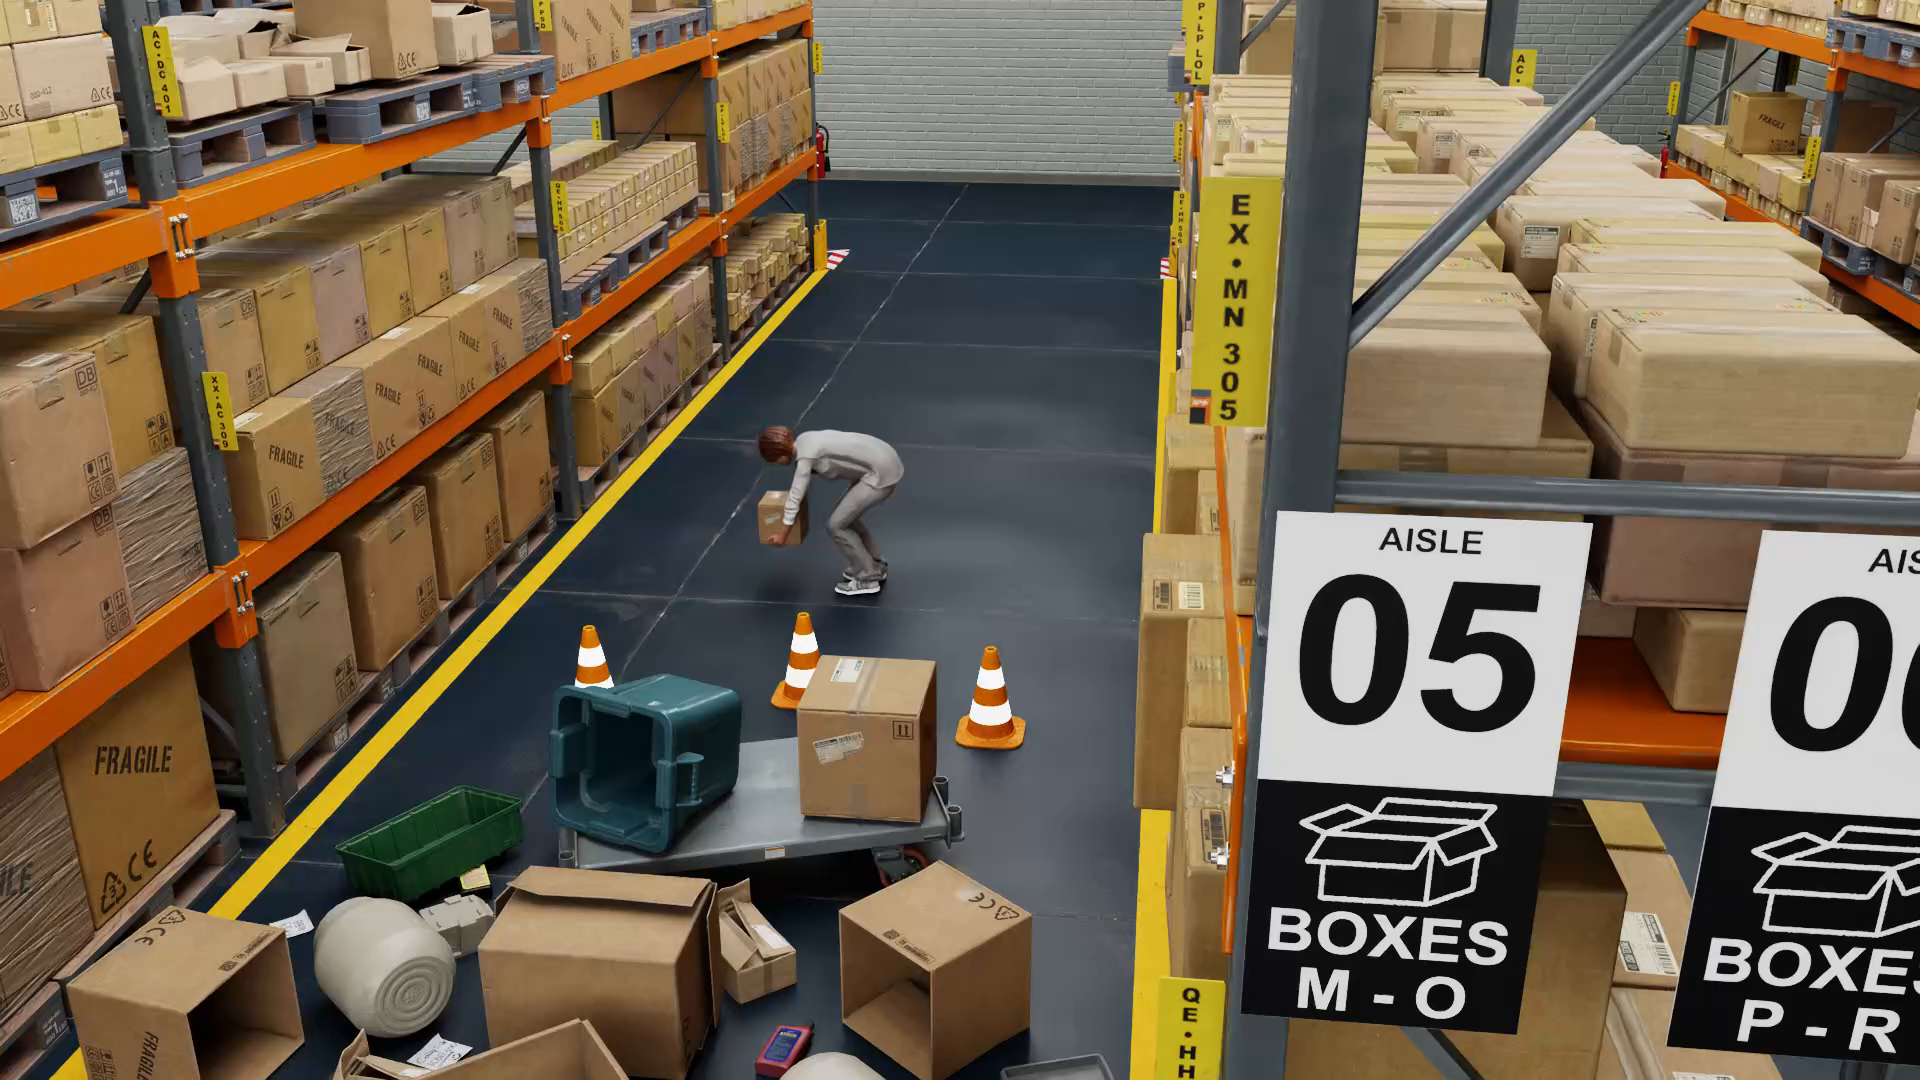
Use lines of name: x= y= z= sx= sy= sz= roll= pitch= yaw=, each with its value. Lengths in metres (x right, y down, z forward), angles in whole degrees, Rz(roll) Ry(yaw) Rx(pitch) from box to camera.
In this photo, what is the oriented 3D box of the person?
person: x=-0.761 y=-0.207 z=9.895 sx=0.856 sy=1.034 sz=0.414 roll=2 pitch=22 yaw=4
